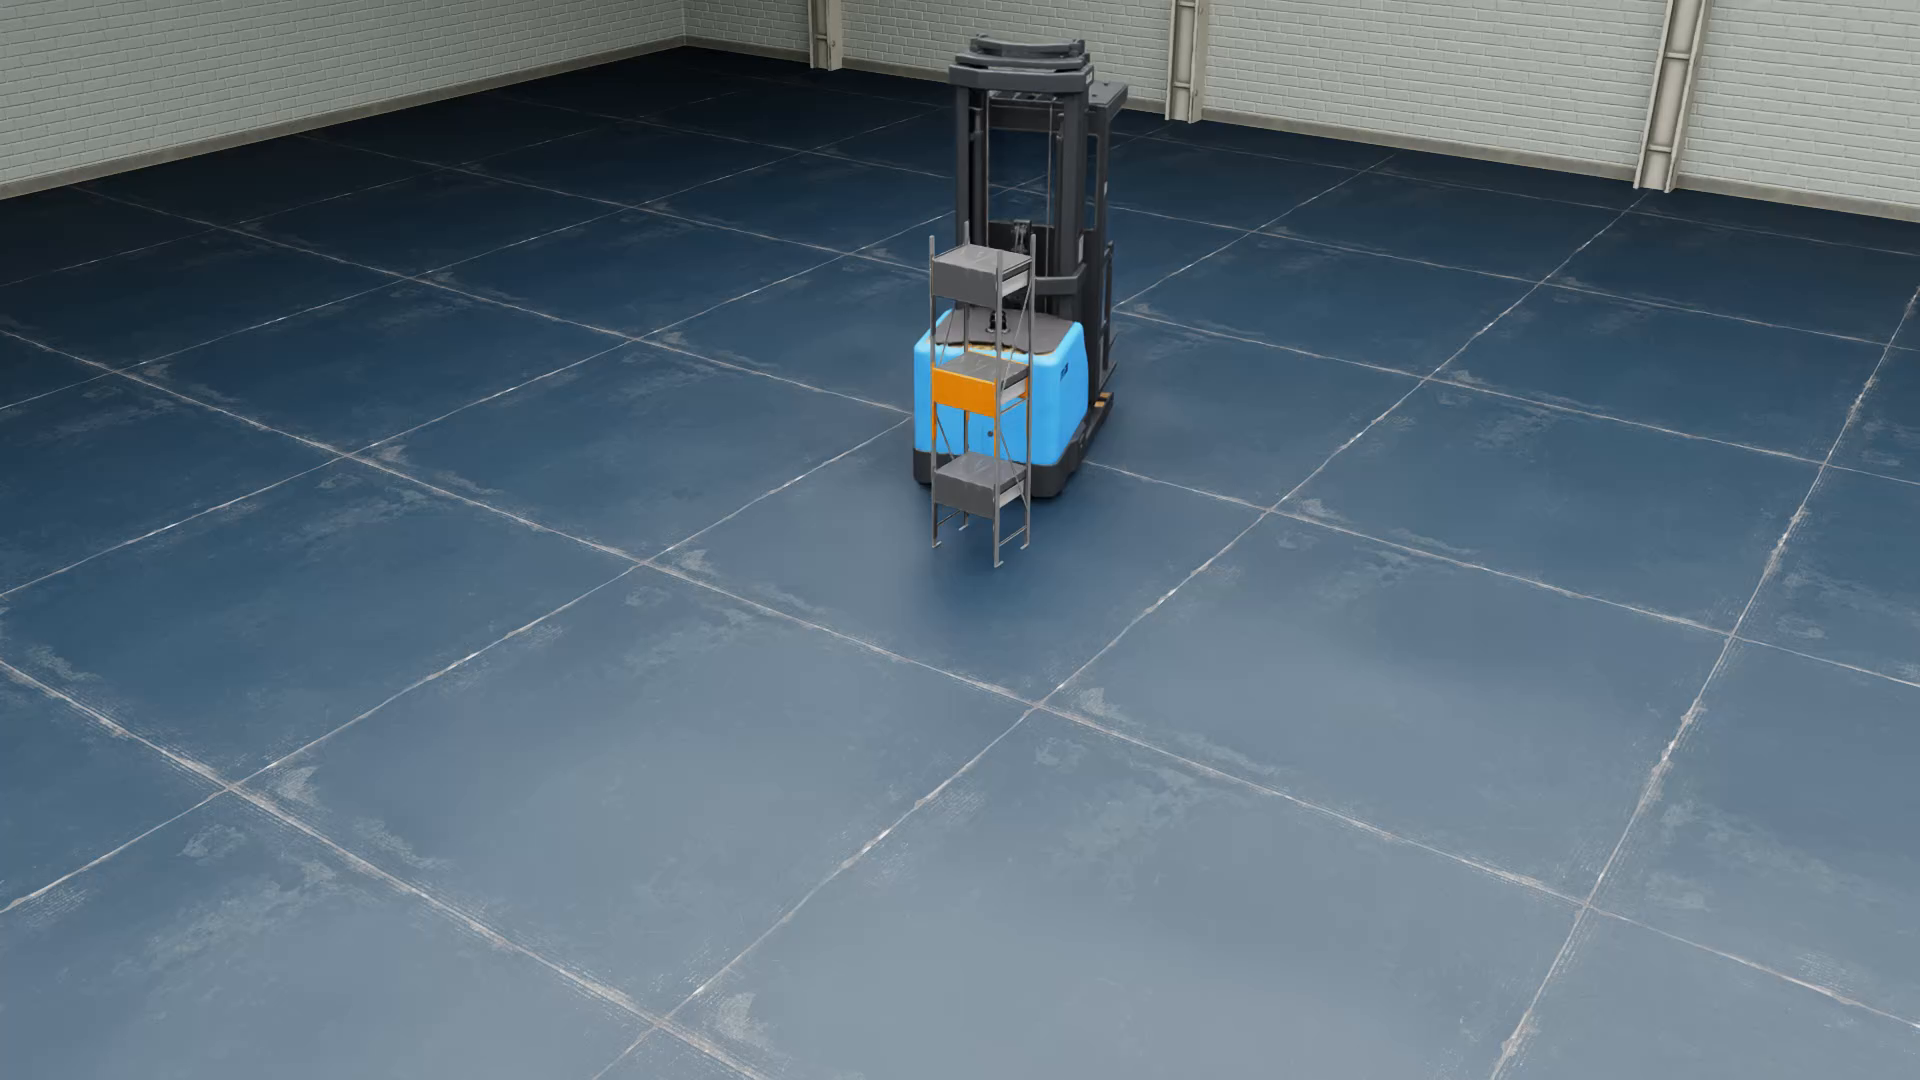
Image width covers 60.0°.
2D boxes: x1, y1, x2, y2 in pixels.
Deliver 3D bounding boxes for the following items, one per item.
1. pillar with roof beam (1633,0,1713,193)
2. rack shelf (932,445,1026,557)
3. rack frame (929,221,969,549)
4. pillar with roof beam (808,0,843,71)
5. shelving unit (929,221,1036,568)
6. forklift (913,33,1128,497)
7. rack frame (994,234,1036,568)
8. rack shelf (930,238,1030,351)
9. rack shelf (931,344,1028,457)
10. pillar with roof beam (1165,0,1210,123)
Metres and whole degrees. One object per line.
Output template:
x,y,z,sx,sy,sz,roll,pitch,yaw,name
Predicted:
5.454,-6.409,13.697,0.400,9.000,9.100,17,32,30,pillar with roof beam
0.136,-0.257,10.788,0.480,0.518,0.431,17,32,30,rack shelf
-0.065,-0.956,10.587,0.015,2.100,0.400,17,32,30,rack frame
-4.437,-9.491,19.752,0.400,9.000,9.100,17,32,30,pillar with roof beam
0.136,-0.893,10.464,0.503,2.100,0.431,17,32,30,shelving unit
0.571,-2.249,12.212,1.130,2.935,3.031,7,28,14,forklift
0.338,-0.831,10.341,0.015,2.100,0.400,17,32,30,rack frame
0.136,-1.505,10.153,0.480,0.518,0.431,17,32,30,rack shelf
0.136,-0.881,10.470,0.480,0.518,0.431,17,32,30,rack shelf
0.508,-7.950,16.724,0.400,9.000,9.100,17,32,30,pillar with roof beam
